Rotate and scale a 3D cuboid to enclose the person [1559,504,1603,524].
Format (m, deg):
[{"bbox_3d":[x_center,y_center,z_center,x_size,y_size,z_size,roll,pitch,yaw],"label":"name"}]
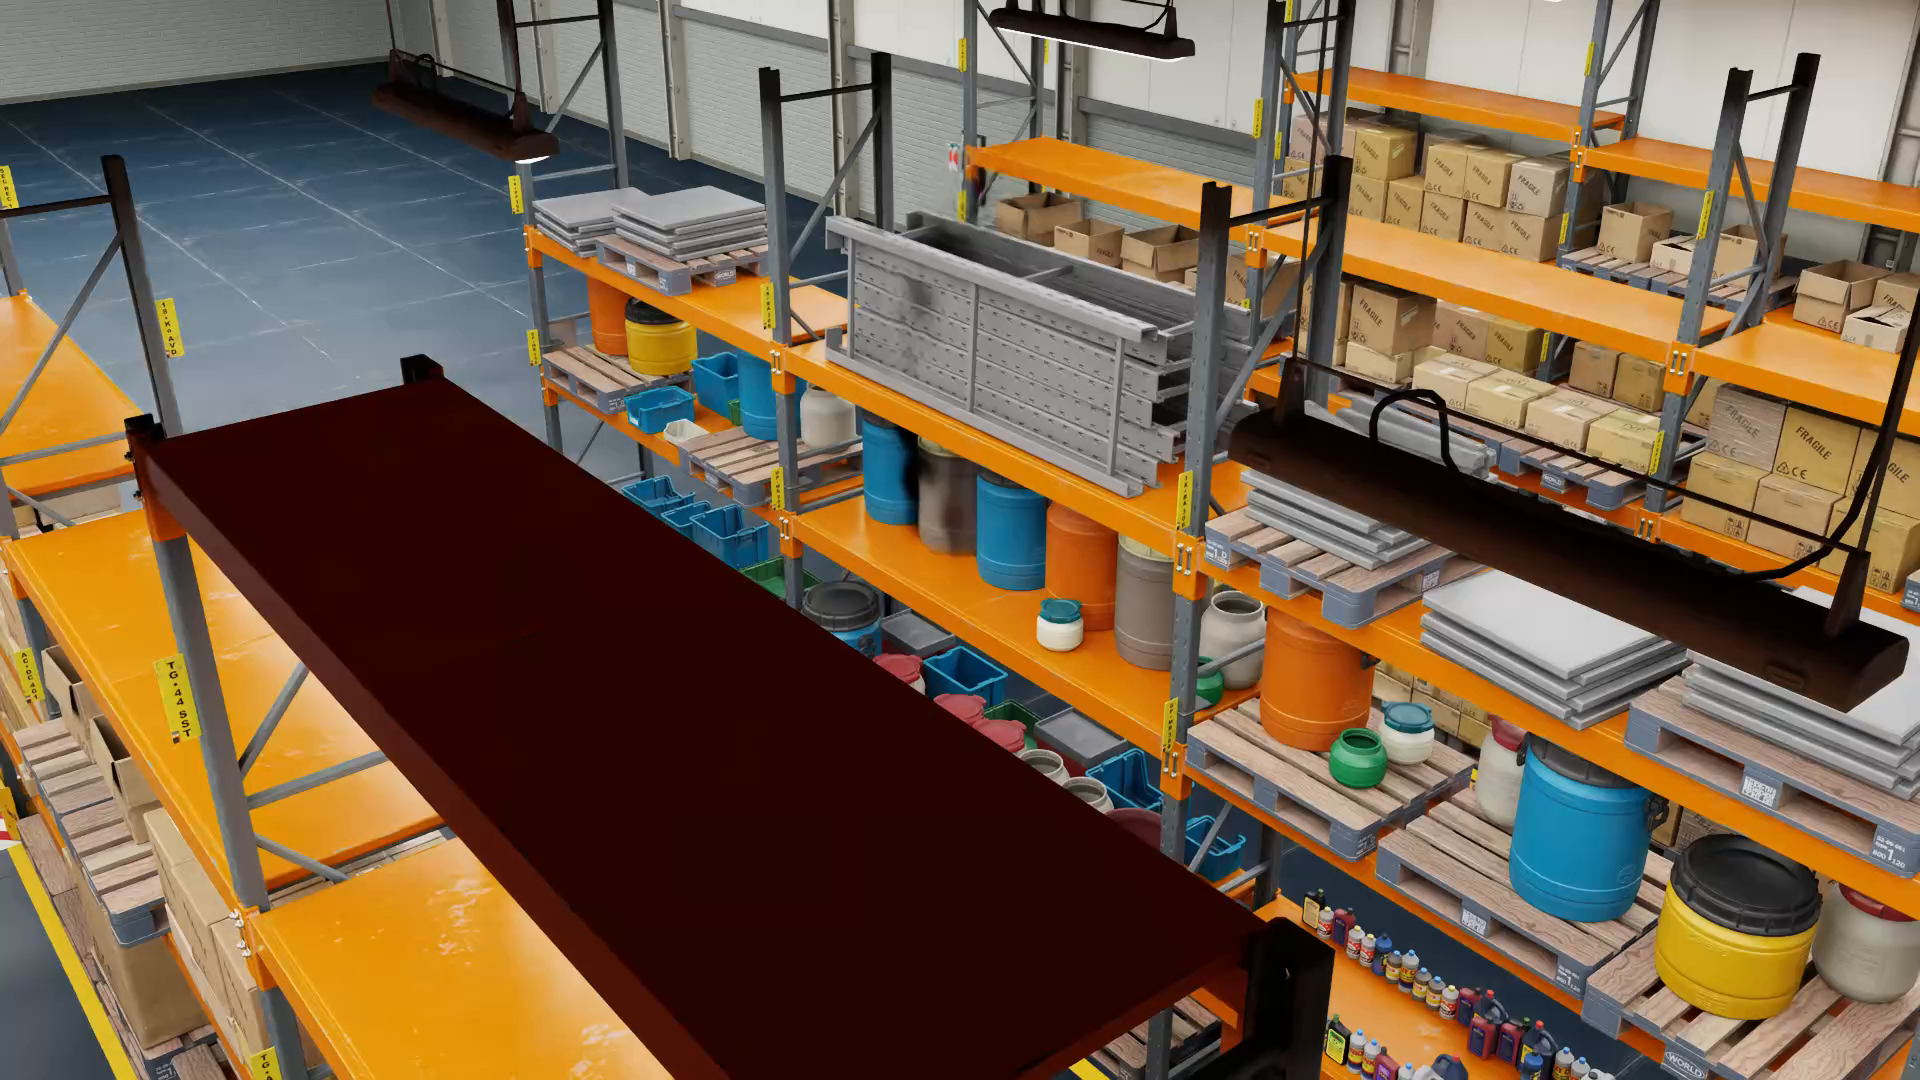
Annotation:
[{"bbox_3d":[5.762,0.230,15.888,0.758,1.748,0.558,19,32,34],"label":"person"}]
